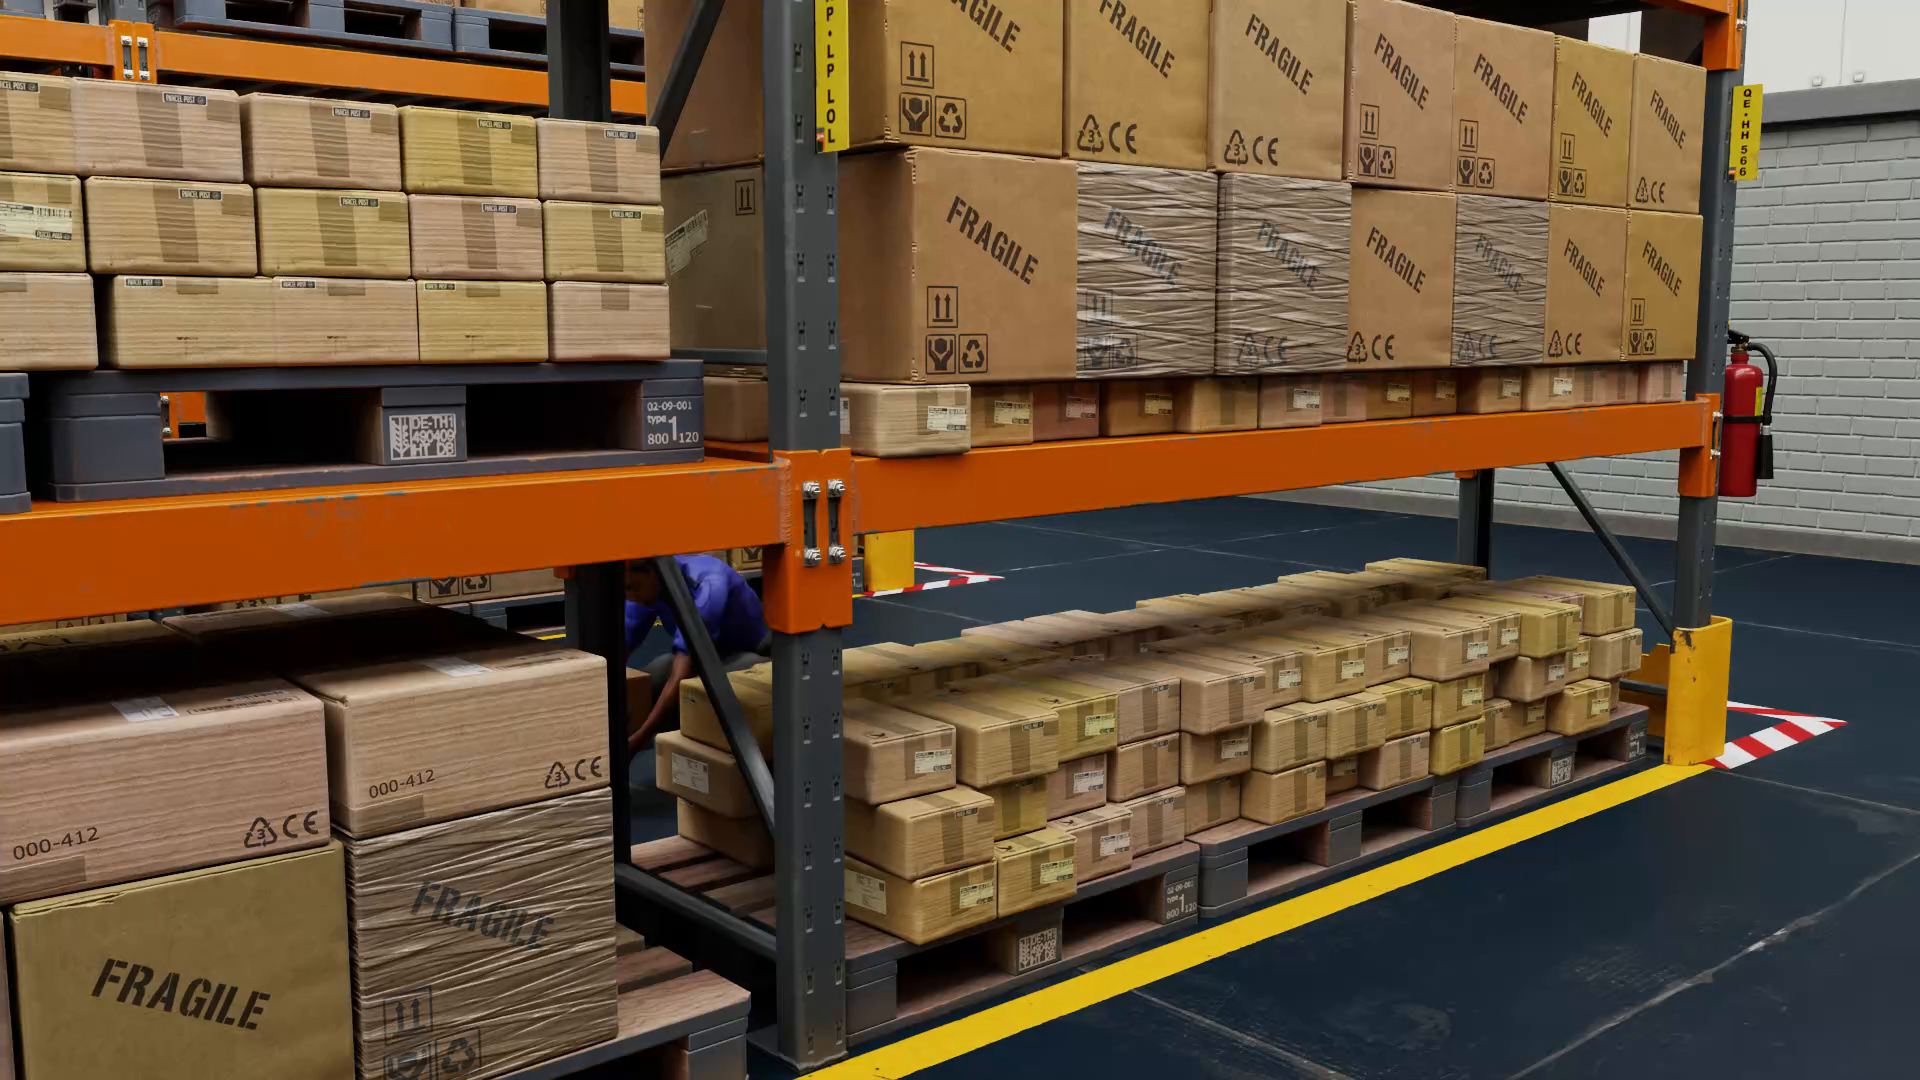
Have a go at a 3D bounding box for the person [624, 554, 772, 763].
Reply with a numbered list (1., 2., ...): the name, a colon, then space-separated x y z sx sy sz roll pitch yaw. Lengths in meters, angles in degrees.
1. person: -0.908 0.403 5.620 0.826 0.918 0.501 -7 10 -41
